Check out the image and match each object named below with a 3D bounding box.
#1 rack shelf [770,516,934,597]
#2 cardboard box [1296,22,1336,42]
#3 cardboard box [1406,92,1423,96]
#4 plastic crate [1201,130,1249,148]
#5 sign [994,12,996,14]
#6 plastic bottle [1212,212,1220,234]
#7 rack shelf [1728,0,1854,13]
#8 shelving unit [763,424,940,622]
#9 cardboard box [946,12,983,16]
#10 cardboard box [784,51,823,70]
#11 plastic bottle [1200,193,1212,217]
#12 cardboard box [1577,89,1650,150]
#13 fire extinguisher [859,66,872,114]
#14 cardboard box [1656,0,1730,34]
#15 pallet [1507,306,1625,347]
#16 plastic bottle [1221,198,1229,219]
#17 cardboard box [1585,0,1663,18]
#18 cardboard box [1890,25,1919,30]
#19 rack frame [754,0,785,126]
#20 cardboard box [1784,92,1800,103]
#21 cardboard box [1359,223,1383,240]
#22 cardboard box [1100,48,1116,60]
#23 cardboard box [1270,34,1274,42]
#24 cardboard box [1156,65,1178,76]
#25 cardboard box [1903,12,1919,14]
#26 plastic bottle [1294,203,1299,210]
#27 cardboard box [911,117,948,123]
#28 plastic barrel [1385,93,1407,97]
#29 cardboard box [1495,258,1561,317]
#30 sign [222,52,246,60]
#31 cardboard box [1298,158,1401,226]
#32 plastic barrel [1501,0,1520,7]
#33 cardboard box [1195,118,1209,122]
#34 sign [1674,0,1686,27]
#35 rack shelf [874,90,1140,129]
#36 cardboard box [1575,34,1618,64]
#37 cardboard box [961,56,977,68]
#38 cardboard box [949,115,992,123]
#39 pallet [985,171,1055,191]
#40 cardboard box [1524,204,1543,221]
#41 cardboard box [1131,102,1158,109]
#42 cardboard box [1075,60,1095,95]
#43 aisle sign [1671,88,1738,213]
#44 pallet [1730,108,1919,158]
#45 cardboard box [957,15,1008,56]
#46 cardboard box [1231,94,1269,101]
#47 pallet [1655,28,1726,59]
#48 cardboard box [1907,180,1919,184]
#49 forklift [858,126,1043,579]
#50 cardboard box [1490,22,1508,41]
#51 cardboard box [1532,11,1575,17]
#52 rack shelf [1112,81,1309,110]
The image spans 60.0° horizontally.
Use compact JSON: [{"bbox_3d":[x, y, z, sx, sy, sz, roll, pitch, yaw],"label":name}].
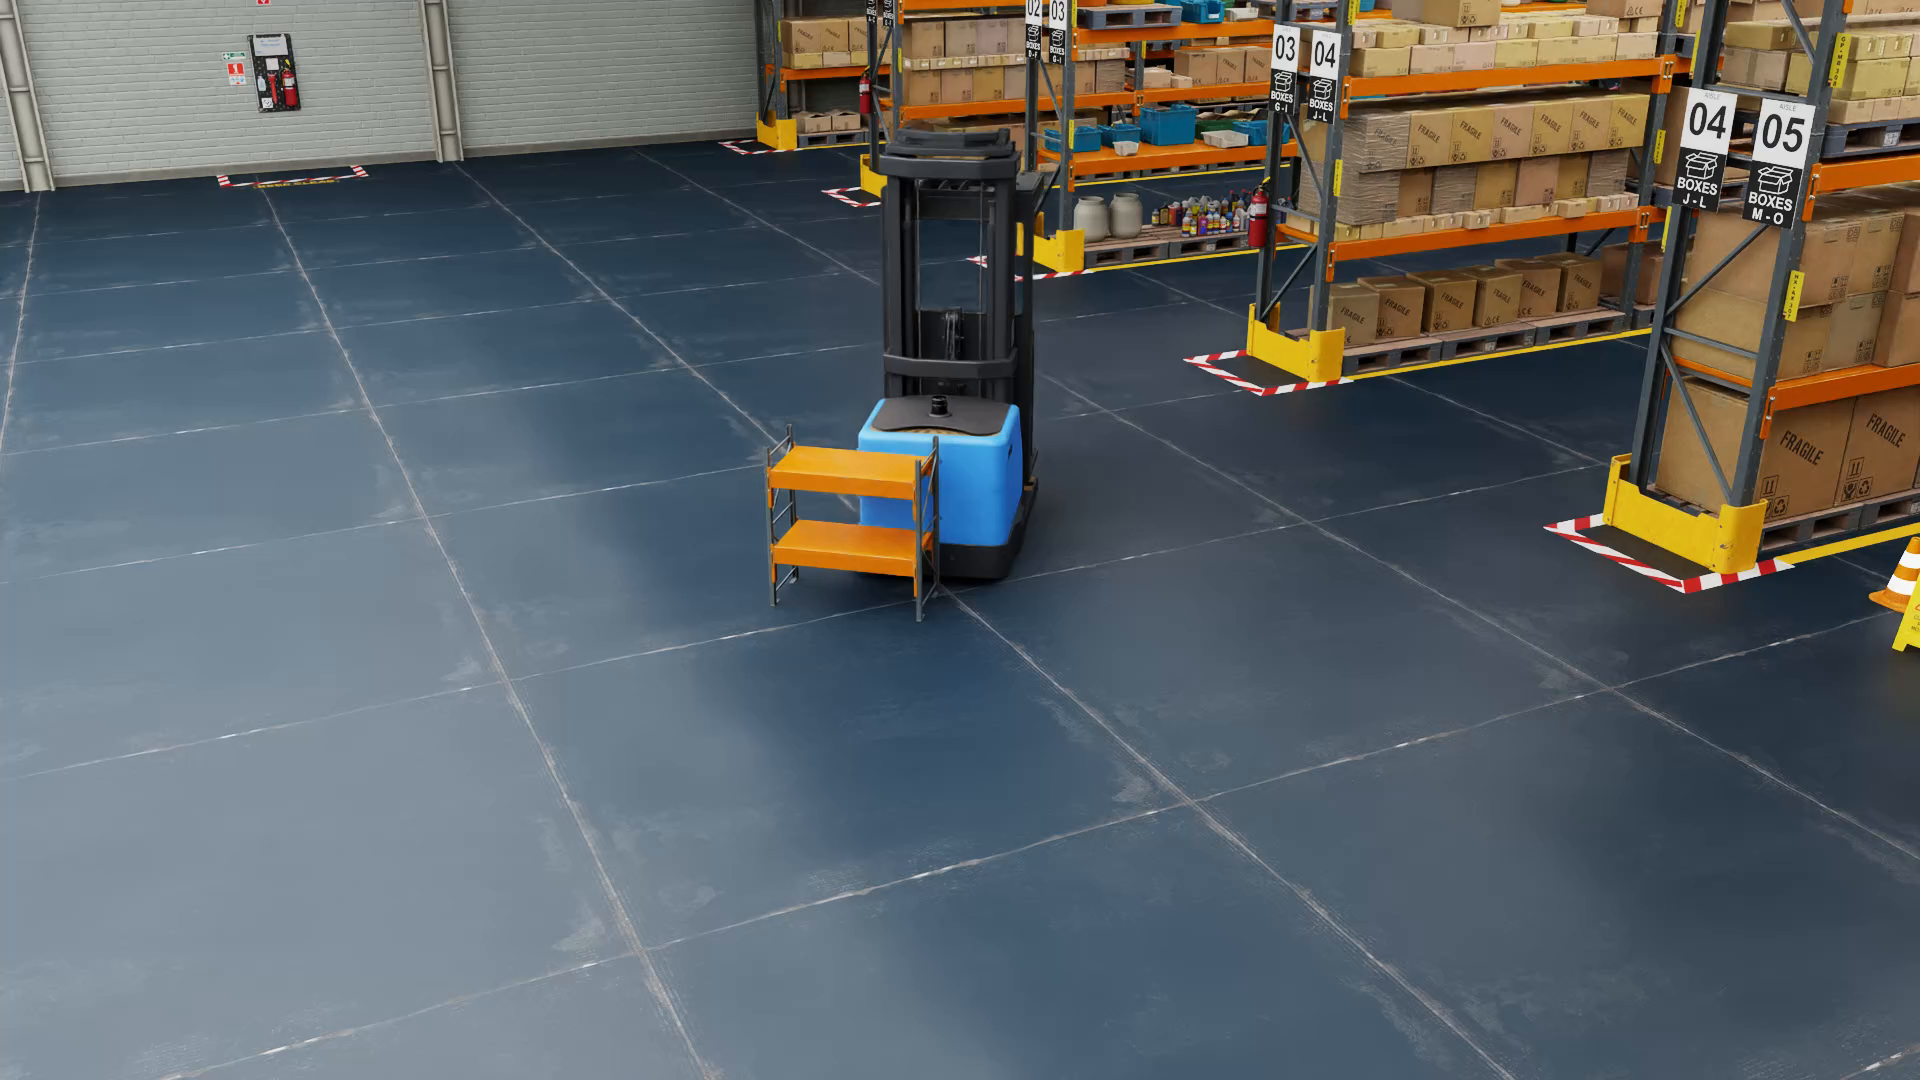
[{"bbox_3d":[-0.707,0.105,11.165,1.000,0.278,0.538,5,23,13],"label":"rack shelf"},{"bbox_3d":[3.327,-4.749,15.554,0.250,0.149,0.380,-10,25,-24],"label":"cardboard box"},{"bbox_3d":[7.838,-7.649,28.519,0.500,0.250,0.500,-11,25,-25],"label":"cardboard box"},{"bbox_3d":[3.315,-4.987,20.719,0.437,0.136,0.530,-10,25,-24],"label":"plastic crate"},{"bbox_3d":[0.614,-9.094,29.164,0.005,0.325,0.100,-10,25,-24],"label":"sign"},{"bbox_3d":[3.232,-4.011,21.010,0.097,0.271,0.097,0,22,0],"label":"plastic bottle"},{"bbox_3d":[7.074,-3.955,11.502,4.000,0.370,1.077,-10,25,-24],"label":"rack shelf"},{"bbox_3d":[-0.707,-0.121,11.071,1.048,1.125,0.538,5,23,13],"label":"shelving unit"},{"bbox_3d":[0.080,-8.981,29.213,0.500,0.500,0.500,-10,25,-24],"label":"cardboard box"},{"bbox_3d":[-2.655,-8.127,28.132,0.500,0.250,0.500,-11,25,-25],"label":"cardboard box"},{"bbox_3d":[3.208,-4.352,21.729,0.185,0.351,0.144,-11,25,-24],"label":"plastic bottle"},{"bbox_3d":[6.530,-4.234,16.730,0.500,0.500,0.500,-10,25,-24],"label":"cardboard box"},{"bbox_3d":[-1.389,-6.614,24.407,0.183,0.674,0.296,-10,25,-24],"label":"fire extinguisher"},{"bbox_3d":[7.283,-5.430,16.839,0.637,0.503,0.797,-12,25,-26],"label":"cardboard box"},{"bbox_3d":[6.227,-2.346,17.642,1.213,0.211,1.003,-10,25,-24],"label":"pallet"},{"bbox_3d":[3.475,-4.348,21.825,0.097,0.271,0.097,0,22,0],"label":"plastic bottle"},{"bbox_3d":[6.522,-5.396,16.269,0.500,0.500,0.500,-11,25,-25],"label":"cardboard box"},{"bbox_3d":[6.396,-3.318,11.028,0.250,0.149,0.380,-10,25,-23],"label":"cardboard box"},{"bbox_3d":[-3.233,-8.216,28.176,0.127,3.000,1.000,-10,25,-24],"label":"rack frame"},{"bbox_3d":[5.652,-3.092,11.525,0.250,0.149,0.380,-10,25,-23],"label":"cardboard box"},{"bbox_3d":[3.806,-2.979,15.852,0.250,0.149,0.380,-10,25,-24],"label":"cardboard box"},{"bbox_3d":[2.148,-7.359,25.128,0.250,0.149,0.380,-11,25,-25],"label":"cardboard box"},{"bbox_3d":[5.990,-9.710,32.088,0.250,0.149,0.380,-10,24,-22],"label":"cardboard box"},{"bbox_3d":[3.236,-7.320,26.187,0.258,0.266,0.396,-11,25,-25],"label":"cardboard box"},{"bbox_3d":[7.030,-3.715,11.987,0.250,0.149,0.380,-11,25,-24],"label":"cardboard box"},{"bbox_3d":[4.378,-4.220,21.499,0.133,0.283,0.061,-9,24,-21],"label":"plastic bottle"},{"bbox_3d":[-0.546,-7.742,29.723,0.500,0.500,0.500,-12,26,-28],"label":"cardboard box"},{"bbox_3d":[5.626,-5.611,21.705,0.433,0.535,0.433,0,22,0],"label":"plastic barrel"},{"bbox_3d":[5.926,-2.647,17.442,0.500,0.500,0.500,-3,23,-7],"label":"cardboard box"},{"bbox_3d":[-11.162,-7.441,25.564,0.331,0.109,0.001,-10,25,-24],"label":"sign"},{"bbox_3d":[3.720,-3.360,15.926,0.500,0.500,0.875,-10,25,-24],"label":"cardboard box"},{"bbox_3d":[7.228,-7.159,21.882,0.301,0.262,0.301,0,22,0],"label":"plastic barrel"},{"bbox_3d":[3.923,-6.506,26.357,0.500,0.311,0.500,-11,25,-25],"label":"cardboard box"},{"bbox_3d":[7.059,-5.197,16.286,0.005,0.325,0.100,-10,25,-24],"label":"sign"},{"bbox_3d":[0.721,-6.509,24.992,4.000,0.370,1.077,-10,25,-24],"label":"rack shelf"},{"bbox_3d":[6.044,-4.826,16.261,0.500,0.250,0.500,-10,24,-22],"label":"cardboard box"},{"bbox_3d":[0.057,-6.973,24.194,0.250,0.149,0.380,-11,25,-24],"label":"cardboard box"},{"bbox_3d":[0.168,-6.142,25.231,0.500,0.500,0.500,-10,25,-24],"label":"cardboard box"},{"bbox_3d":[0.688,-5.563,25.413,1.213,0.211,1.003,-10,25,-24],"label":"pallet"},{"bbox_3d":[5.602,-3.315,16.665,0.250,0.149,0.380,-10,25,-24],"label":"cardboard box"},{"bbox_3d":[3.350,-8.454,31.444,0.500,0.500,0.700,-10,25,-23],"label":"cardboard box"},{"bbox_3d":[1.654,-7.053,25.237,0.500,0.500,0.700,-11,25,-24],"label":"cardboard box"},{"bbox_3d":[5.078,-2.661,11.358,0.004,0.787,0.394,-10,25,-24],"label":"aisle sign"},{"bbox_3d":[5.936,-2.840,11.383,1.213,0.211,1.003,-10,25,-24],"label":"pallet"},{"bbox_3d":[0.318,-7.410,24.401,0.500,0.500,0.700,-10,25,-23],"label":"cardboard box"},{"bbox_3d":[5.487,-8.963,32.244,0.750,0.750,0.750,-11,25,-24],"label":"cardboard box"},{"bbox_3d":[7.419,-5.123,17.028,1.003,0.211,1.213,-10,25,-24],"label":"pallet"},{"bbox_3d":[7.538,-2.377,12.464,0.550,0.550,0.875,-10,25,-24],"label":"cardboard box"},{"bbox_3d":[0.017,-1.619,12.328,1.130,2.935,3.031,3,23,8],"label":"forklift"},{"bbox_3d":[4.952,-4.823,15.732,0.250,0.149,0.380,-11,25,-24],"label":"cardboard box"},{"bbox_3d":[5.925,-5.206,16.657,0.250,0.149,0.380,-10,25,-23],"label":"cardboard box"},{"bbox_3d":[4.326,-7.172,26.595,4.000,0.370,1.077,-10,25,-24],"label":"rack shelf"}]
